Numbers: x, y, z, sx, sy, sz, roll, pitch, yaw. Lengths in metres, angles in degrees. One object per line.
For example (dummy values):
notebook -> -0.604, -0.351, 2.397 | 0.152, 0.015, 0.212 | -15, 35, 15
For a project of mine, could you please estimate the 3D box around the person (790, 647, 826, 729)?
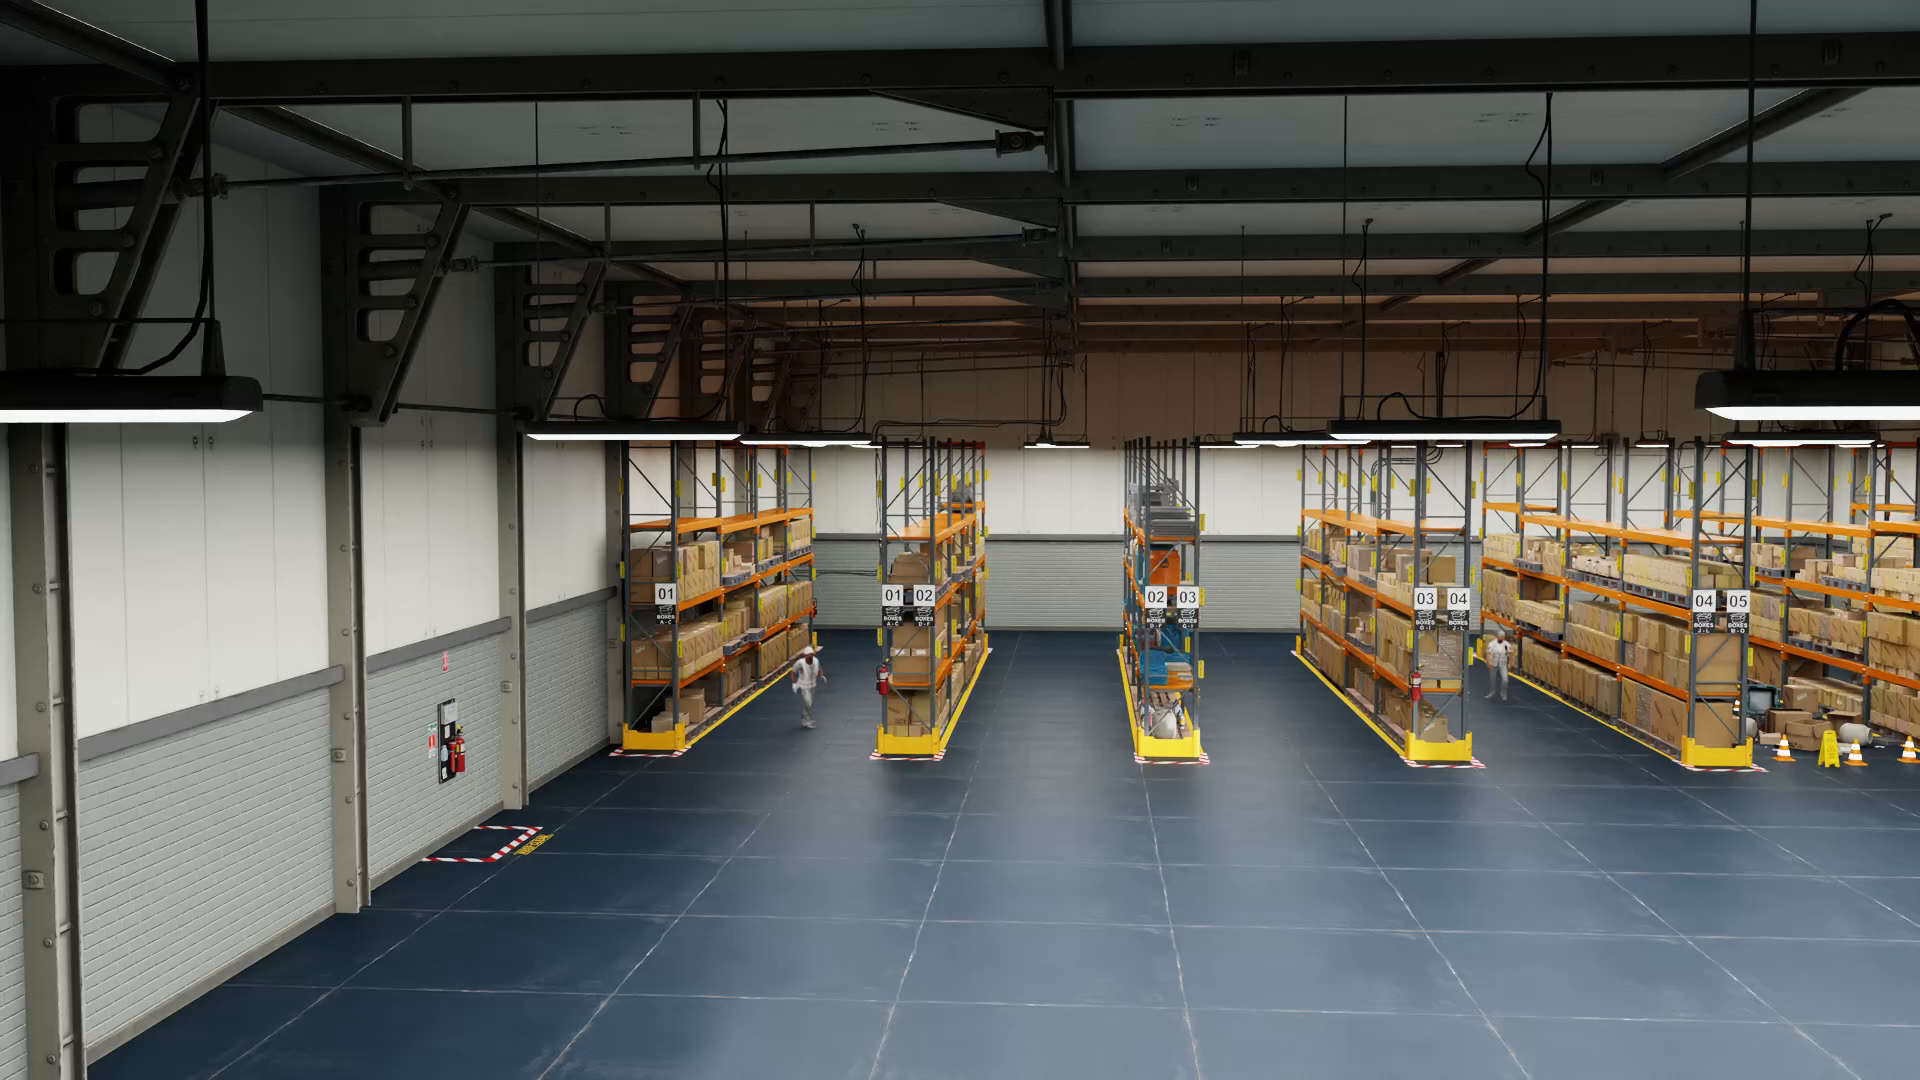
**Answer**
person -> -3.115, 3.055, 34.395 | 0.837, 1.738, 0.694 | 3, 4, 41

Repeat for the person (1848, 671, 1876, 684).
person -> 22.041, 2.718, 40.601 | 0.576, 1.644, 0.903 | 0, 3, -6

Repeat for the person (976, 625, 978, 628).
person -> 0.253, 2.257, 49.518 | 0.804, 1.667, 0.604 | 3, 4, 44

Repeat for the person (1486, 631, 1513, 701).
person -> 12.420, 2.880, 38.319 | 0.597, 1.625, 0.655 | 1, 3, 16
